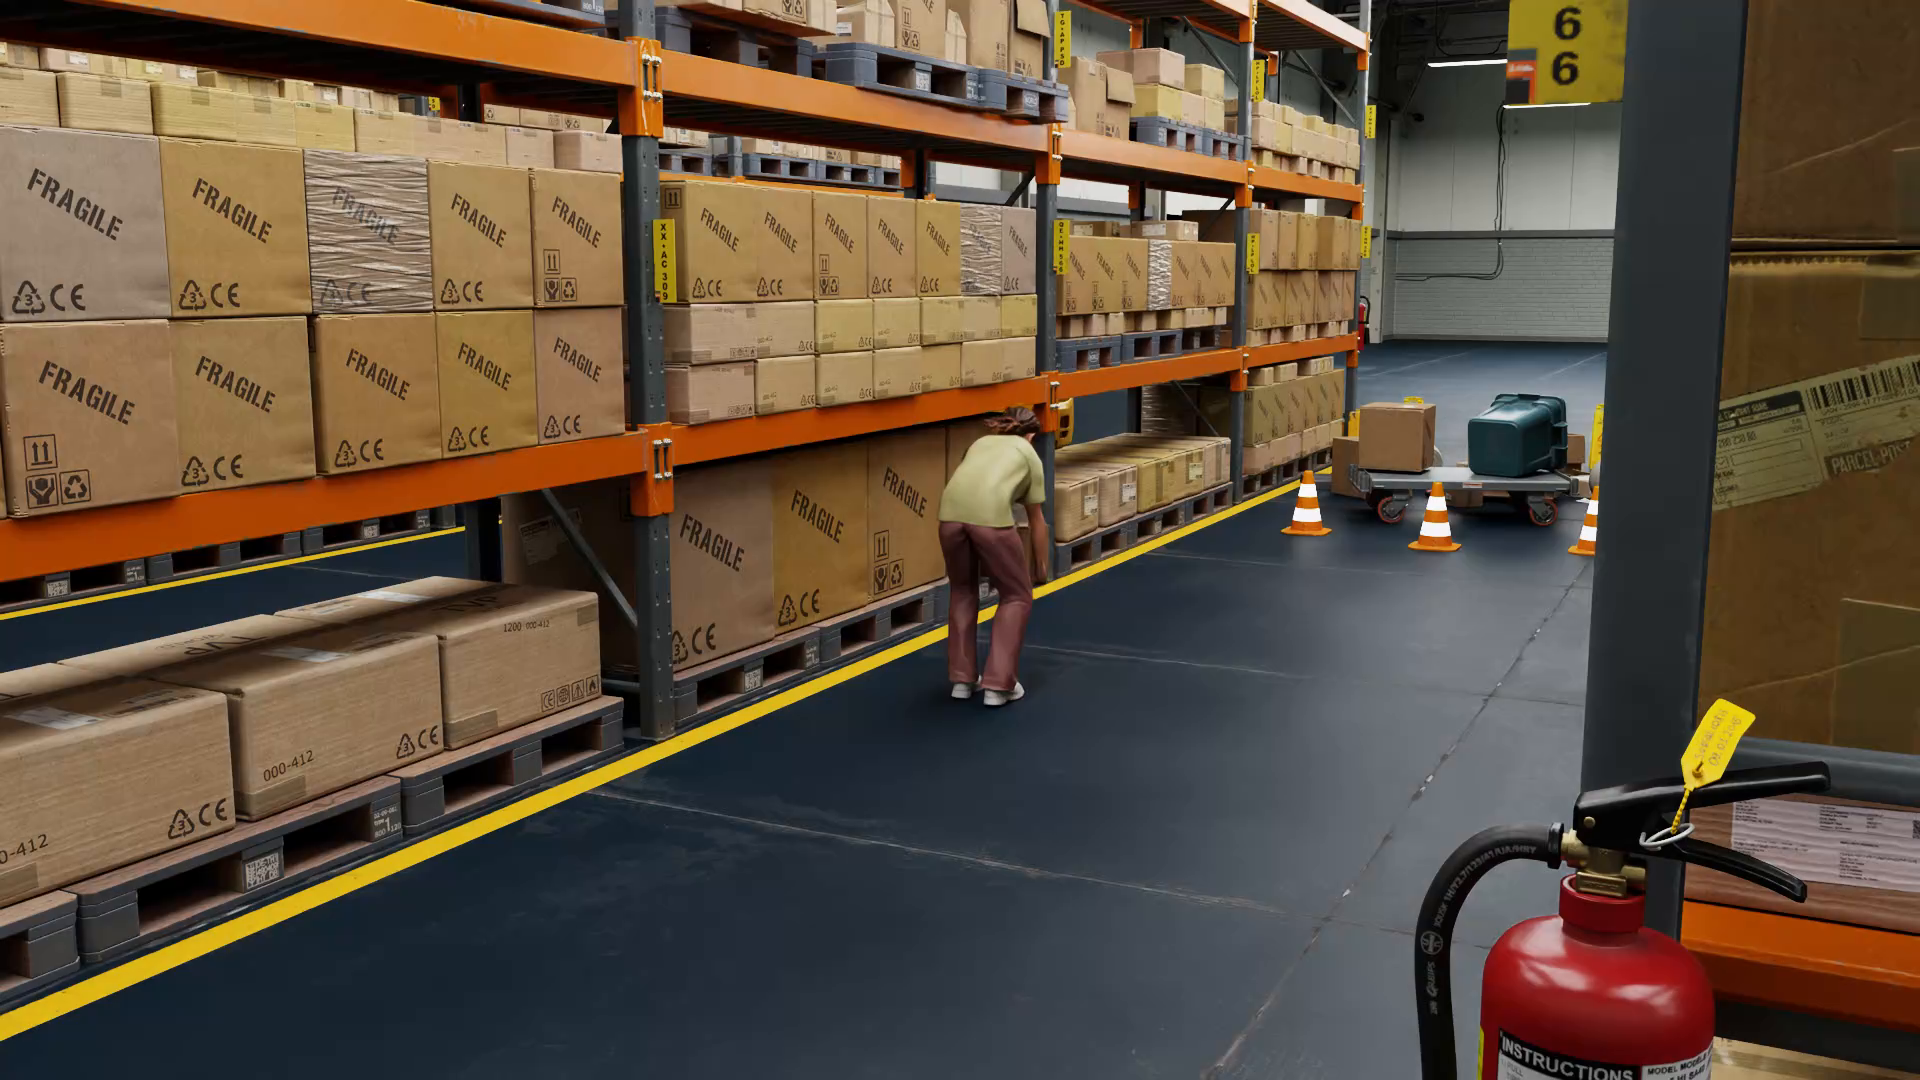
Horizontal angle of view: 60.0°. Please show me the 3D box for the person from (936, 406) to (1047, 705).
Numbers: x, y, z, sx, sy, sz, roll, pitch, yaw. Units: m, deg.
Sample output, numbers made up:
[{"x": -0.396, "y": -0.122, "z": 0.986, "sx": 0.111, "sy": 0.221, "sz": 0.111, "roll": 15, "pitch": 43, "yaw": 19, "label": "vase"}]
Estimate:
[{"x": 0.176, "y": 0.055, "z": 7.694, "sx": 0.420, "sy": 1.309, "sz": 0.806, "roll": 4, "pitch": 10, "yaw": 24, "label": "person"}]
